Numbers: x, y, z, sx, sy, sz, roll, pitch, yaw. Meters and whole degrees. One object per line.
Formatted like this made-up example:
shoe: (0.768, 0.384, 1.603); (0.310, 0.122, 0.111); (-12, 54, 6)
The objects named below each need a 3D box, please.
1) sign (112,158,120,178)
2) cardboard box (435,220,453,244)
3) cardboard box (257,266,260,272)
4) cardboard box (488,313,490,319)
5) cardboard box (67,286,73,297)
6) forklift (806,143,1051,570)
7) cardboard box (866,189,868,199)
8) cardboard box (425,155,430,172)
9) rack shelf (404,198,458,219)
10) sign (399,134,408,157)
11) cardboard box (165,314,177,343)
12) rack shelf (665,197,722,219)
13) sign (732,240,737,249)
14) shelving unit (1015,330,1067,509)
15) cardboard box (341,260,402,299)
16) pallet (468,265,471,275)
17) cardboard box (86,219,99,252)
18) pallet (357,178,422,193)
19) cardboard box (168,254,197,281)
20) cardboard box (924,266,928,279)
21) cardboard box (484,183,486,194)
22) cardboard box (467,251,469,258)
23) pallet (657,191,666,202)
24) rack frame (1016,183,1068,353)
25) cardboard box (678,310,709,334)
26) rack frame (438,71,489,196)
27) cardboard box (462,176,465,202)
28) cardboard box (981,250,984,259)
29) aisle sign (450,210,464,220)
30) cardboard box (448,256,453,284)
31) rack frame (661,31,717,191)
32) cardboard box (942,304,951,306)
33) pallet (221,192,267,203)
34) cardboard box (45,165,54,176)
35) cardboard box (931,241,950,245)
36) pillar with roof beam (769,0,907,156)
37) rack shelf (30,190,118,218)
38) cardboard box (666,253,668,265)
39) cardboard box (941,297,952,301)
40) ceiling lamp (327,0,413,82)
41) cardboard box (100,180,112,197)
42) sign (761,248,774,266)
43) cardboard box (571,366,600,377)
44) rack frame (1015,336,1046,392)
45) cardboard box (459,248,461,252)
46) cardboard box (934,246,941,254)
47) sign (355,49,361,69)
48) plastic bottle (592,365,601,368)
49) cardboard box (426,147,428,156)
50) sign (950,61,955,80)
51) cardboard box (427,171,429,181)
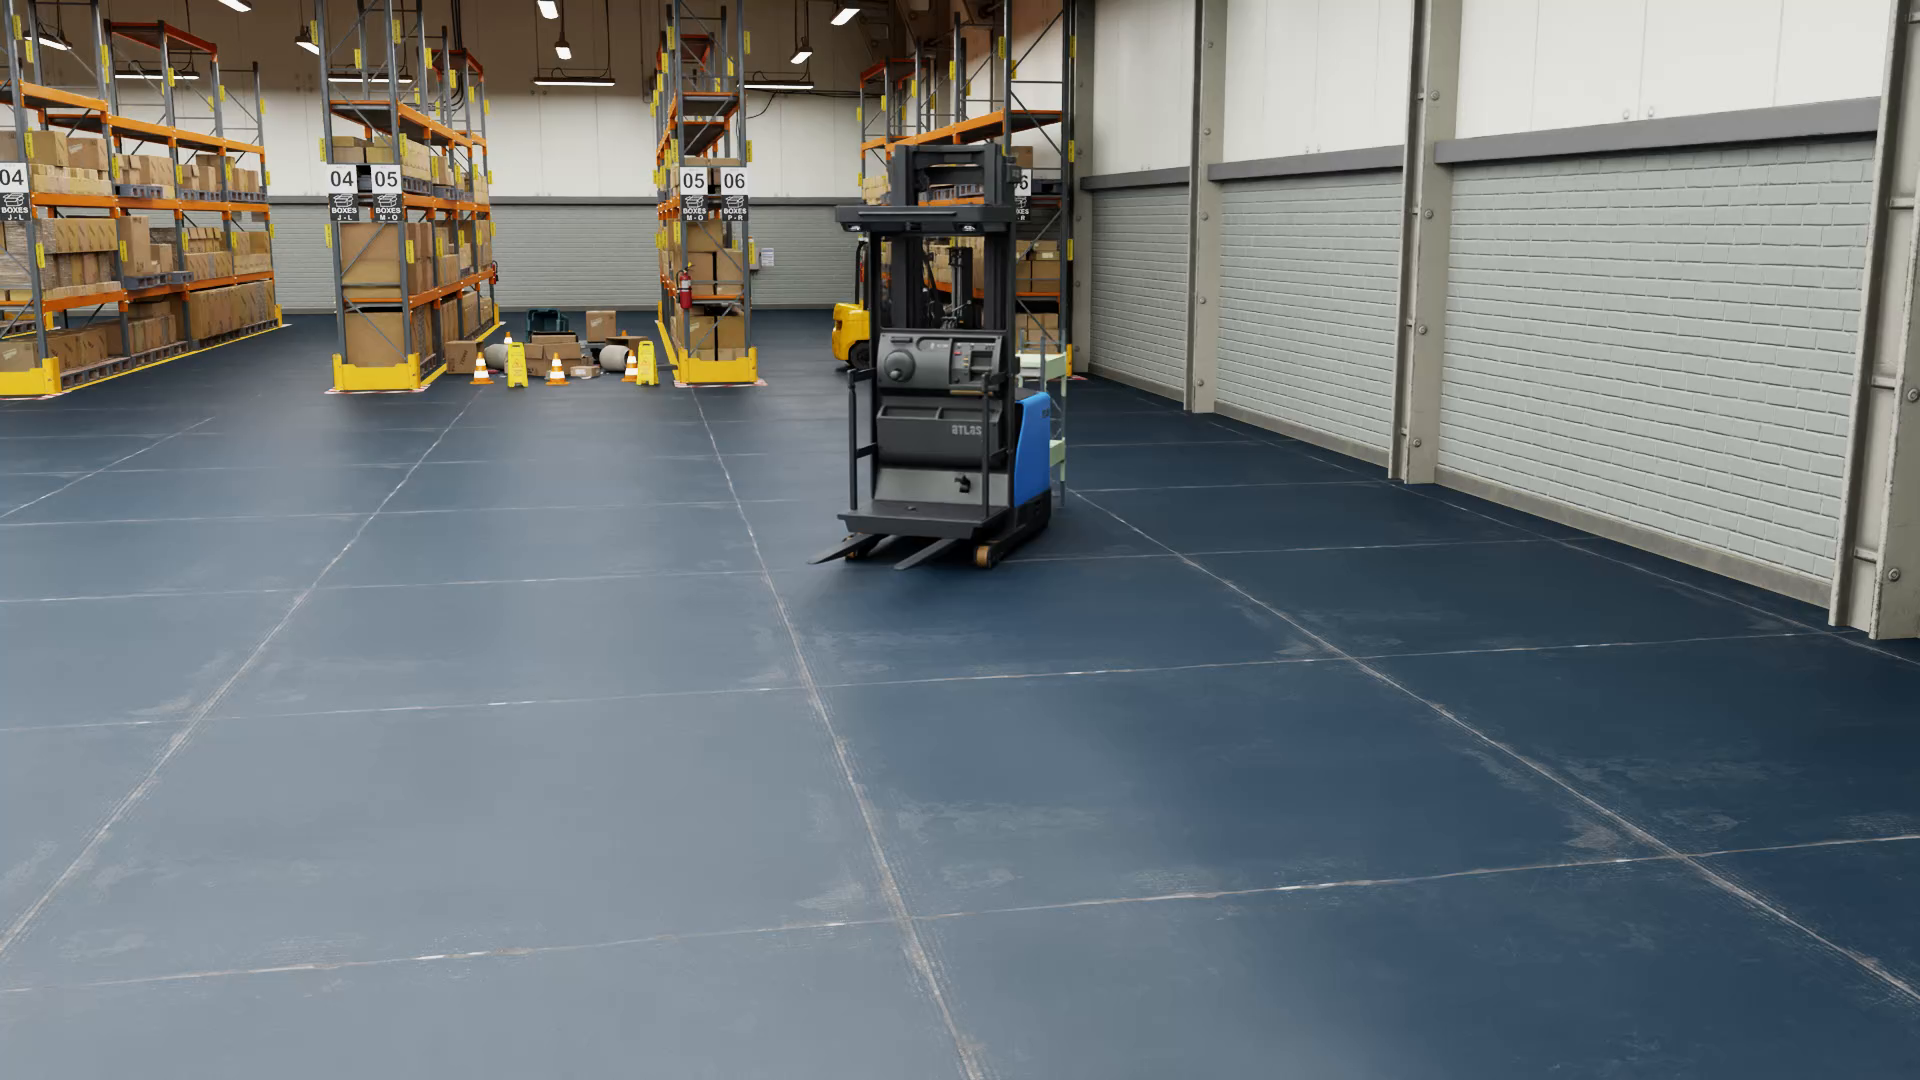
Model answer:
sign: (-13.658, -6.019, 26.892); (0.100, 0.325, 0.005); (-2, 11, -11)
cardboard box: (-11.217, -6.662, 35.939); (0.500, 0.500, 0.500); (-3, 11, -13)
cardboard box: (-15.880, -6.060, 37.182); (0.380, 0.149, 0.250); (-2, 11, -11)
cardboard box: (-11.043, -5.165, 38.314); (0.380, 0.149, 0.250); (-3, 11, -14)
cardboard box: (-13.482, -3.703, 24.802); (0.380, 0.149, 0.250); (-2, 11, -11)
forklift: (-0.211, -1.325, 11.819); (1.130, 2.935, 3.031); (3, 11, 18)
cardboard box: (-1.997, -8.375, 40.258); (0.500, 0.250, 0.500); (-2, 11, -10)
cardboard box: (-8.957, -6.153, 27.192); (0.500, 0.250, 0.500); (-2, 11, -12)
rack shelf: (-9.693, -5.919, 29.674); (1.077, 0.370, 4.000); (-2, 11, -11)
sign: (-7.981, -5.659, 23.836); (0.100, 0.325, 0.005); (-2, 11, -11)
cardboard box: (-14.817, -3.870, 30.515); (0.700, 0.500, 0.500); (-3, 11, -14)
rack shelf: (-4.857, -6.118, 30.717); (1.077, 0.370, 4.000); (-2, 11, -11)
sign: (-3.938, -5.077, 29.033); (0.100, 0.325, 0.005); (-2, 11, -11)
shelving unit: (0.586, -0.949, 13.670); (0.431, 1.500, 0.755); (3, 11, 16)
cardboard box: (-8.643, -3.839, 24.440); (0.875, 0.550, 0.550); (-2, 11, -11)
pallet: (-10.854, -5.660, 34.922); (1.003, 0.211, 1.213); (-2, 11, -11)
cardboard box: (-13.637, -4.701, 25.634); (0.500, 0.500, 0.500); (-2, 11, -11)
pallet: (-8.921, -5.488, 25.724); (1.003, 0.211, 1.213); (-2, 11, -11)
cardboard box: (-14.795, -5.152, 31.475); (0.500, 0.500, 0.500); (-2, 11, -9)
cardboard box: (-0.439, -5.289, 32.864); (0.500, 0.250, 0.500); (-2, 11, -12)
cardboard box: (-11.198, -8.109, 38.322); (0.500, 0.250, 0.500); (-2, 11, -13)
cardboard box: (-10.491, -5.969, 34.786); (0.380, 0.149, 0.250); (-2, 11, -9)
pallet: (-5.424, -6.861, 33.205); (1.213, 0.211, 1.003); (-2, 11, -8)
rack frame: (1.178, -4.078, 26.101); (1.000, 3.000, 0.127); (-2, 11, -11)
cardboard box: (-4.404, -3.544, 27.517); (0.500, 0.500, 0.500); (-2, 11, -8)
rack frame: (-11.638, -9.580, 38.962); (1.000, 3.000, 0.127); (-2, 11, -11)
cardboard box: (-10.139, -6.986, 33.087); (0.500, 0.500, 0.500); (-2, 11, -11)
cardboard box: (0.562, -4.734, 27.543); (0.380, 0.149, 0.250); (-2, 11, -11)
aisle sign: (-11.947, -7.913, 39.293); (0.394, 0.787, 0.004); (-2, 11, -11)
cardboard box: (-9.435, -4.865, 29.967); (0.500, 0.500, 0.500); (-2, 11, -10)
rack frame: (-5.246, -8.311, 32.297); (1.000, 3.000, 0.127); (-2, 11, -11)
cardboard box: (-0.004, -4.227, 32.112); (0.875, 0.625, 0.625); (-3, 11, -13)
pallet: (-16.368, -7.765, 37.688); (1.003, 0.211, 1.213); (-2, 11, -11)
cardboard box: (-13.346, -5.337, 24.025); (0.380, 0.149, 0.250); (-2, 11, -9)
cardboard box: (-0.325, -5.901, 34.287); (0.500, 0.500, 0.500); (-2, 11, -8)
pillar with roof beam: (-5.797, -10.331, 42.905); (9.100, 9.000, 0.548); (-2, 11, -11)
rack shelf: (-13.800, -5.024, 24.969); (1.077, 0.370, 4.000); (-2, 11, -11)
cardboard box: (-5.693, -5.710, 33.736); (0.500, 0.250, 0.500); (-2, 11, -12)
cardboard box: (-0.199, -4.999, 34.766); (0.380, 0.149, 0.250); (-2, 11, -9)
ceiling lamp: (-14.558, -12.870, 40.637); (2.000, 3.185, 0.800); (-2, 11, -11)
cardboard box: (-13.844, -5.596, 26.454); (0.500, 0.250, 0.500); (-2, 11, -9)
sign: (-5.389, -7.924, 46.559); (0.329, 0.494, 0.001); (-2, 11, -11)
cardboard box: (-5.927, -2.663, 26.292); (0.380, 0.149, 0.250); (4, 11, 18)
rack frame: (0.481, -0.883, 13.325); (0.400, 1.500, 0.023); (3, 11, 16)
cardboard box: (-10.186, -5.825, 33.237); (0.380, 0.149, 0.250); (-2, 11, -8)
cardboard box: (-0.290, -5.513, 31.638); (0.380, 0.149, 0.250); (-2, 11, -13)
sign: (-9.834, -7.855, 27.189); (0.100, 0.325, 0.005); (-2, 11, -11)
plastic bottle: (-6.057, -2.882, 27.676); (0.133, 0.061, 0.283); (0, 11, -1)
cardboard box: (-8.871, -6.327, 27.045); (0.380, 0.149, 0.250); (-2, 11, -11)
sign: (-0.130, -8.235, 29.184); (0.100, 0.325, 0.005); (-2, 11, -11)
cardboard box: (-8.871, -5.936, 27.122); (0.380, 0.149, 0.250); (-2, 11, -10)
